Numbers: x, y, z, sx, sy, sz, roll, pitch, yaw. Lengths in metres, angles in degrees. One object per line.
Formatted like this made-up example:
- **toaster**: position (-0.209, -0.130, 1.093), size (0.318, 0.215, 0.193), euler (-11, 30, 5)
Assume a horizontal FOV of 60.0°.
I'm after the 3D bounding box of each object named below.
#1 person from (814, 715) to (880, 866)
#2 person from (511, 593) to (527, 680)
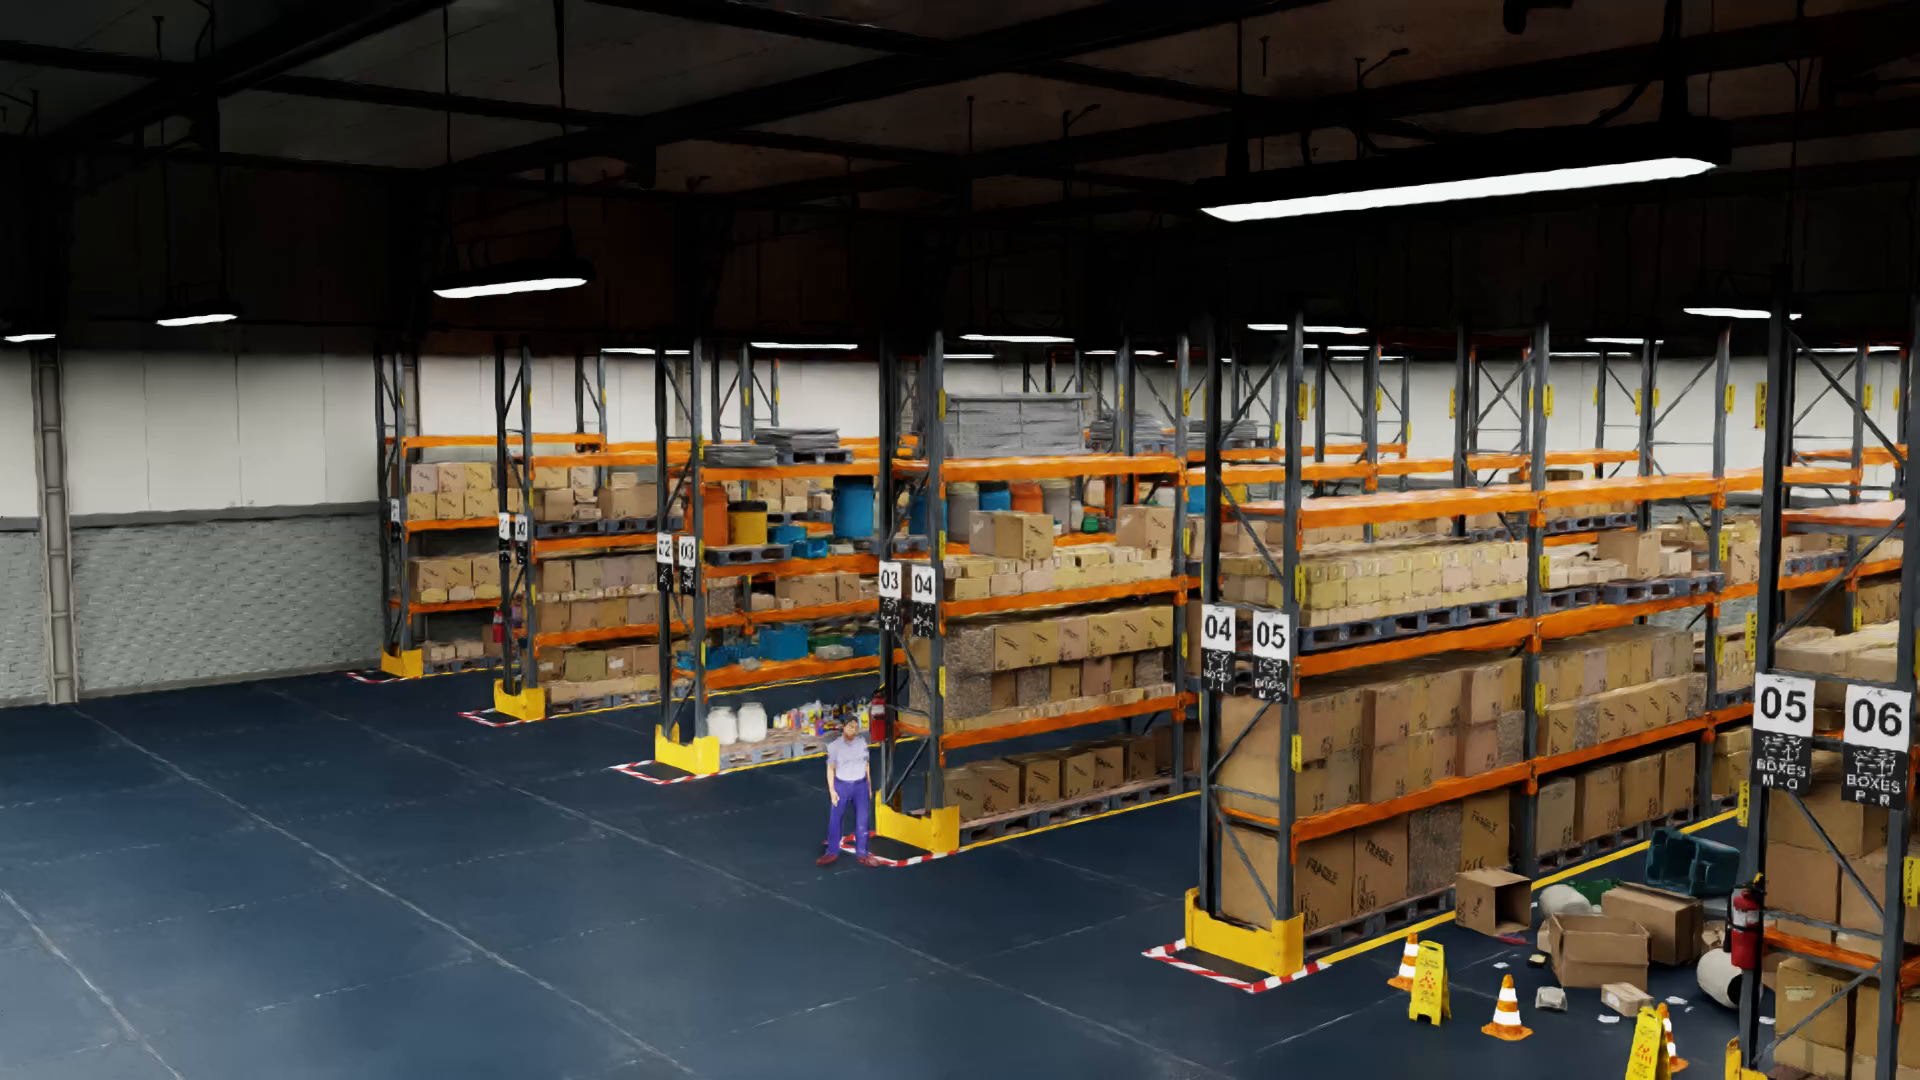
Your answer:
- **person**: position (-1.233, 2.715, 18.015), size (0.680, 1.631, 0.433), euler (-2, 5, -17)
- **person**: position (-7.797, 1.694, 29.682), size (0.452, 1.536, 0.881), euler (3, 6, 26)
